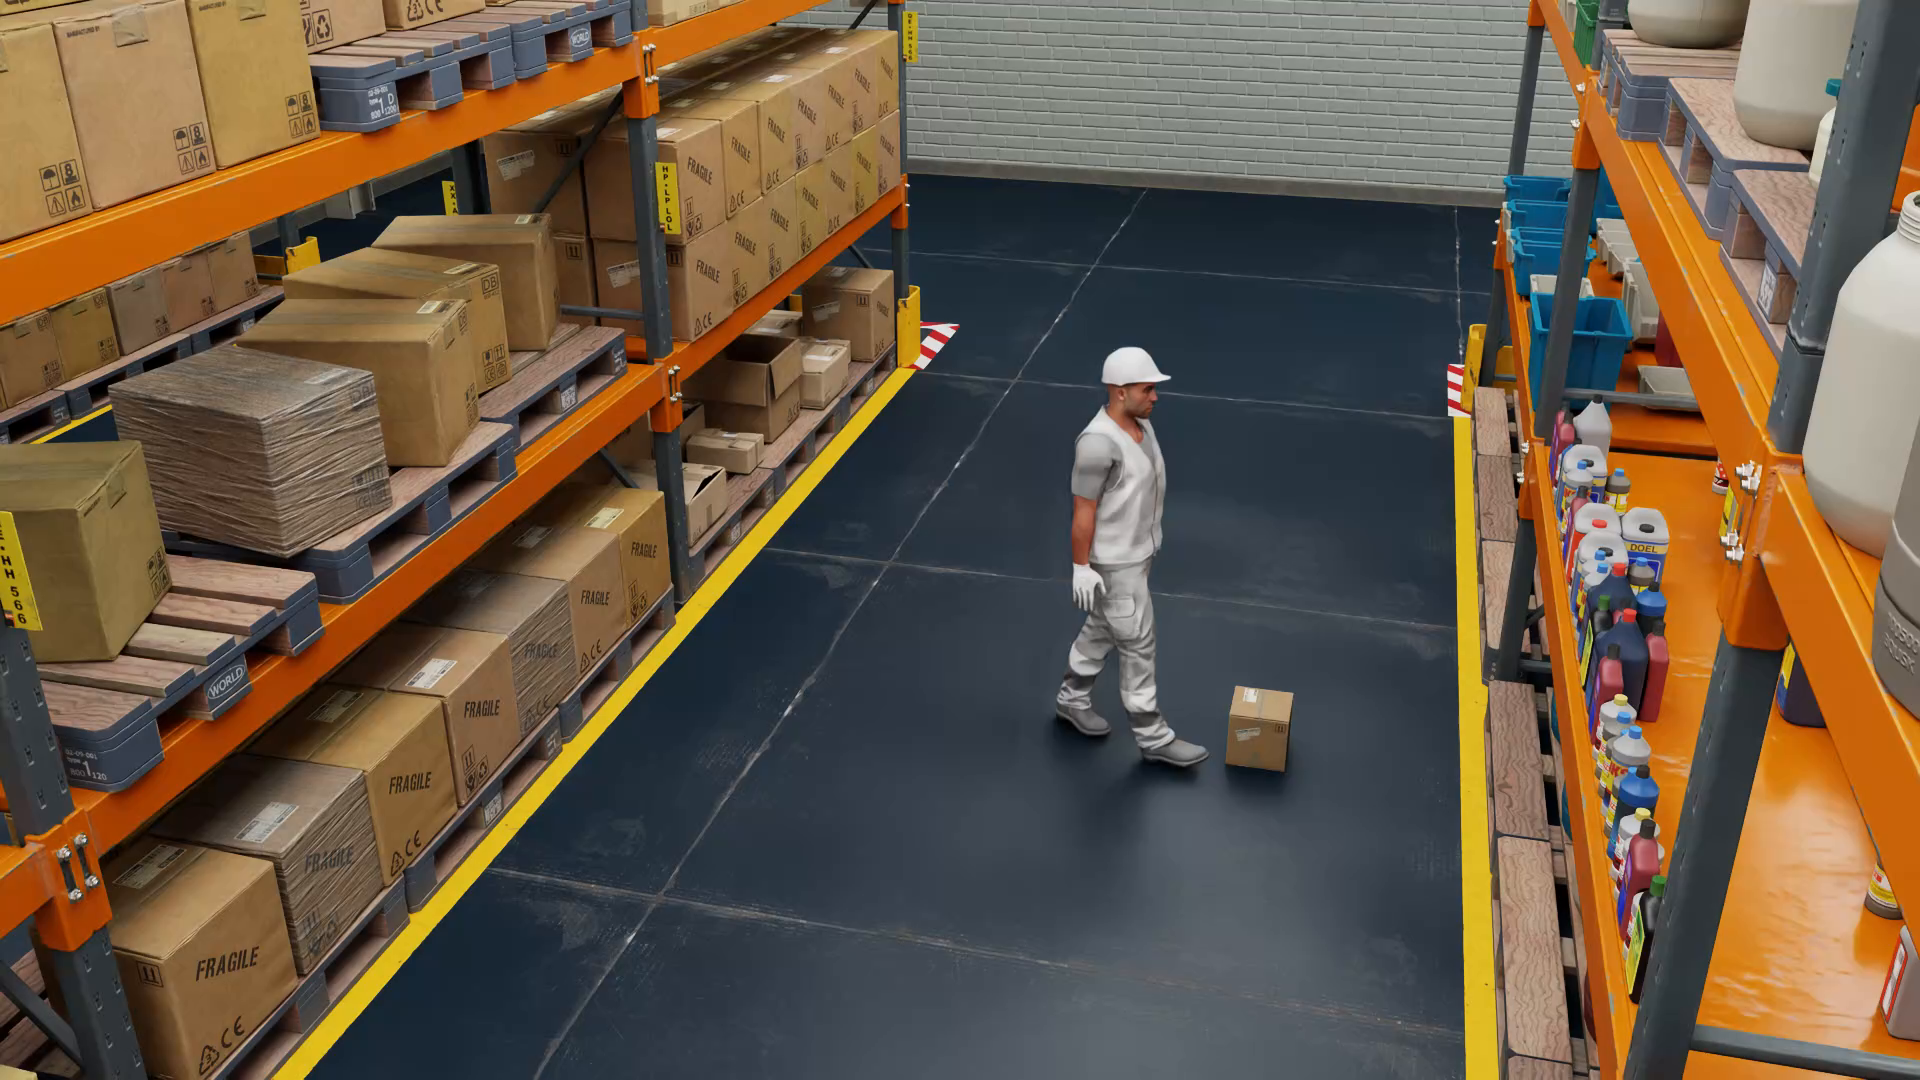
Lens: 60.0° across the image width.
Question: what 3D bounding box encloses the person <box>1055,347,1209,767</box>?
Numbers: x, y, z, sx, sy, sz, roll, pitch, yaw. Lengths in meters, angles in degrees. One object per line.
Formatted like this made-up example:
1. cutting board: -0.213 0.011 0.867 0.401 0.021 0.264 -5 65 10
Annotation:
1. person: 0.750 0.077 6.915 0.763 1.774 0.589 12 28 25
